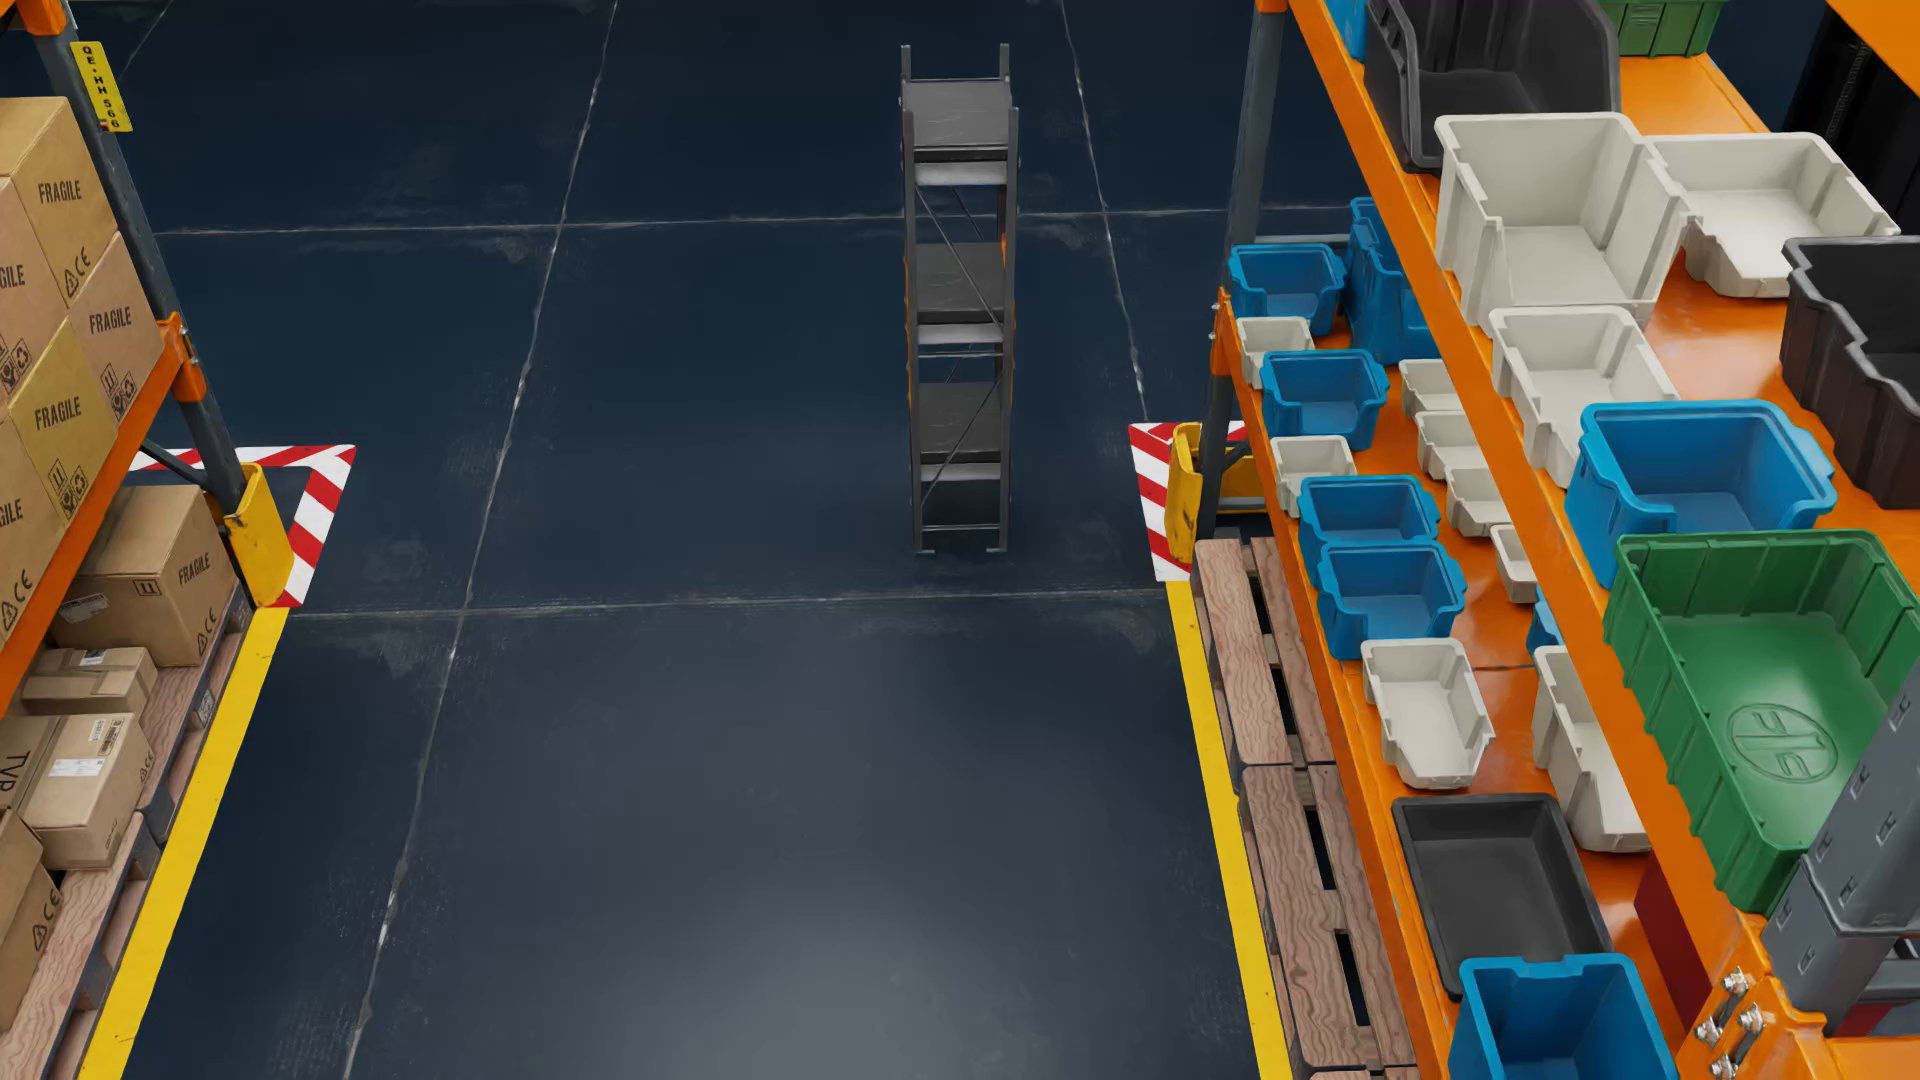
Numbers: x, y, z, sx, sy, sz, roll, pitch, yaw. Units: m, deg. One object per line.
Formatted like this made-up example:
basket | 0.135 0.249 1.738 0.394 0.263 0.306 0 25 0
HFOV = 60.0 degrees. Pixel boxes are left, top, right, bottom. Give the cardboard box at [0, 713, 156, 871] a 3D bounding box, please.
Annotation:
cardboard box | -3.167 0.875 5.785 0.500 0.250 0.500 -2 43 -2

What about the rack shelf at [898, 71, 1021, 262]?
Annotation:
rack shelf | -0.007 -1.392 6.199 0.431 0.518 0.480 -2 43 -2

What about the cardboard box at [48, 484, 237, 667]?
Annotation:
cardboard box | -3.177 0.141 6.401 0.500 0.500 0.500 -2 43 -2

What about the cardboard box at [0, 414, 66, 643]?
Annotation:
cardboard box | -3.114 -0.034 4.993 0.500 0.500 0.500 -1 43 -1

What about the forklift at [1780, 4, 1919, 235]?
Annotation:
forklift | 3.606 -0.794 5.948 3.031 2.935 1.130 5 43 5

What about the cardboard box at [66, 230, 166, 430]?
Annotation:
cardboard box | -3.155 -0.721 5.742 0.500 0.500 0.500 0 43 0

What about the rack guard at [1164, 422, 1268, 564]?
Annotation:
rack guard | 1.489 -0.212 7.112 1.175 0.500 0.348 -2 43 -2

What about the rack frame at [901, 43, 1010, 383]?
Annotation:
rack frame | -0.017 -1.051 6.842 0.400 2.100 0.015 -2 43 -2

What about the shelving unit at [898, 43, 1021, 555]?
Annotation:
shelving unit | -0.007 -0.886 6.662 0.431 2.100 0.503 -2 43 -2

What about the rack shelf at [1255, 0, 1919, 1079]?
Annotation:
rack shelf | 1.588 -0.609 4.006 1.077 0.370 4.000 -2 43 -2

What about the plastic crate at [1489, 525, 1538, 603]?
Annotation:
plastic crate | 1.784 0.085 5.088 0.298 0.136 0.250 -2 43 -2

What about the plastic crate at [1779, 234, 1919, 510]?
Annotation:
plastic crate | 1.894 -0.322 3.258 0.497 0.269 0.590 -2 43 -2

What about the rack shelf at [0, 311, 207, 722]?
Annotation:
rack shelf | -3.361 0.637 4.868 1.077 0.370 4.000 -2 43 -2

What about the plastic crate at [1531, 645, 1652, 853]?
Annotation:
plastic crate | 1.792 0.568 4.454 0.437 0.282 0.530 -2 43 -2

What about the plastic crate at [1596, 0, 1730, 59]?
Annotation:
plastic crate | 1.830 -1.488 4.591 0.450 0.188 0.336 -2 43 -2

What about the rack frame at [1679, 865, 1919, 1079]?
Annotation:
rack frame | 1.673 1.582 3.304 1.000 3.000 0.127 -2 43 -2

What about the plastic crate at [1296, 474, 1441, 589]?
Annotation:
plastic crate | 1.240 -0.014 5.124 0.416 0.233 0.300 -2 43 -2

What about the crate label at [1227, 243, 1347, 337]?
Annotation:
crate label | 1.184 -0.902 6.094 0.416 0.233 0.303 -2 43 -2

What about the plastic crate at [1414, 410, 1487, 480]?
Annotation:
plastic crate | 1.716 -0.302 5.510 0.396 0.136 0.243 -2 43 -2

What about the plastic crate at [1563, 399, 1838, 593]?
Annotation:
plastic crate | 1.315 -0.067 3.007 0.416 0.233 0.300 -2 43 -2

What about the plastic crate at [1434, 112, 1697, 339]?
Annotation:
plastic crate | 1.289 -0.675 3.634 0.437 0.282 0.530 -2 43 -2

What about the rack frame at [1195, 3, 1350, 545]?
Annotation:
rack frame | 1.503 -1.118 6.250 1.000 3.000 0.127 -2 43 -2

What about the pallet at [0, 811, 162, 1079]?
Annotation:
pallet | -3.359 1.461 5.500 1.003 0.211 1.213 -2 43 -2

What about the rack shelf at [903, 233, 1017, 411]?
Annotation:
rack shelf | -0.007 -0.876 6.672 0.431 0.518 0.480 -2 43 -2

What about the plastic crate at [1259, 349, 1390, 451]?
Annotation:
plastic crate | 1.212 -0.458 5.609 0.416 0.233 0.300 -2 43 -2

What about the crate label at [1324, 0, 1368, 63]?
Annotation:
crate label | 1.219 -1.537 4.597 0.408 0.251 0.502 -2 43 -2

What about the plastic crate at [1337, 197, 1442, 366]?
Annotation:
plastic crate | 1.704 -0.933 5.977 0.616 0.435 0.499 -2 43 -2

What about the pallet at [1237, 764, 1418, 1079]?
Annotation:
pallet | 1.548 1.289 5.687 1.003 0.211 1.213 -2 43 -2

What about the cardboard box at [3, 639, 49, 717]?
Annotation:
cardboard box | -3.685 0.586 6.100 0.500 0.250 0.500 -2 43 -2

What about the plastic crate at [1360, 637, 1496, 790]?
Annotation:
plastic crate | 1.298 0.490 4.646 0.293 0.136 0.466 -2 43 -2

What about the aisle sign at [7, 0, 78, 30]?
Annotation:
aisle sign | -3.143 -1.992 5.279 0.394 0.787 0.004 -2 43 -2

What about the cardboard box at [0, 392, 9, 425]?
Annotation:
cardboard box | -3.104 -0.400 4.653 0.500 0.500 0.500 -1 43 -1

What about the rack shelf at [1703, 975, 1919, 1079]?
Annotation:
rack shelf | 1.758 2.092 1.060 1.077 0.370 4.000 -2 43 -2

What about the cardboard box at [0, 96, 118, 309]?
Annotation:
cardboard box | -3.153 -1.091 5.407 0.500 0.500 0.500 -2 43 -2
